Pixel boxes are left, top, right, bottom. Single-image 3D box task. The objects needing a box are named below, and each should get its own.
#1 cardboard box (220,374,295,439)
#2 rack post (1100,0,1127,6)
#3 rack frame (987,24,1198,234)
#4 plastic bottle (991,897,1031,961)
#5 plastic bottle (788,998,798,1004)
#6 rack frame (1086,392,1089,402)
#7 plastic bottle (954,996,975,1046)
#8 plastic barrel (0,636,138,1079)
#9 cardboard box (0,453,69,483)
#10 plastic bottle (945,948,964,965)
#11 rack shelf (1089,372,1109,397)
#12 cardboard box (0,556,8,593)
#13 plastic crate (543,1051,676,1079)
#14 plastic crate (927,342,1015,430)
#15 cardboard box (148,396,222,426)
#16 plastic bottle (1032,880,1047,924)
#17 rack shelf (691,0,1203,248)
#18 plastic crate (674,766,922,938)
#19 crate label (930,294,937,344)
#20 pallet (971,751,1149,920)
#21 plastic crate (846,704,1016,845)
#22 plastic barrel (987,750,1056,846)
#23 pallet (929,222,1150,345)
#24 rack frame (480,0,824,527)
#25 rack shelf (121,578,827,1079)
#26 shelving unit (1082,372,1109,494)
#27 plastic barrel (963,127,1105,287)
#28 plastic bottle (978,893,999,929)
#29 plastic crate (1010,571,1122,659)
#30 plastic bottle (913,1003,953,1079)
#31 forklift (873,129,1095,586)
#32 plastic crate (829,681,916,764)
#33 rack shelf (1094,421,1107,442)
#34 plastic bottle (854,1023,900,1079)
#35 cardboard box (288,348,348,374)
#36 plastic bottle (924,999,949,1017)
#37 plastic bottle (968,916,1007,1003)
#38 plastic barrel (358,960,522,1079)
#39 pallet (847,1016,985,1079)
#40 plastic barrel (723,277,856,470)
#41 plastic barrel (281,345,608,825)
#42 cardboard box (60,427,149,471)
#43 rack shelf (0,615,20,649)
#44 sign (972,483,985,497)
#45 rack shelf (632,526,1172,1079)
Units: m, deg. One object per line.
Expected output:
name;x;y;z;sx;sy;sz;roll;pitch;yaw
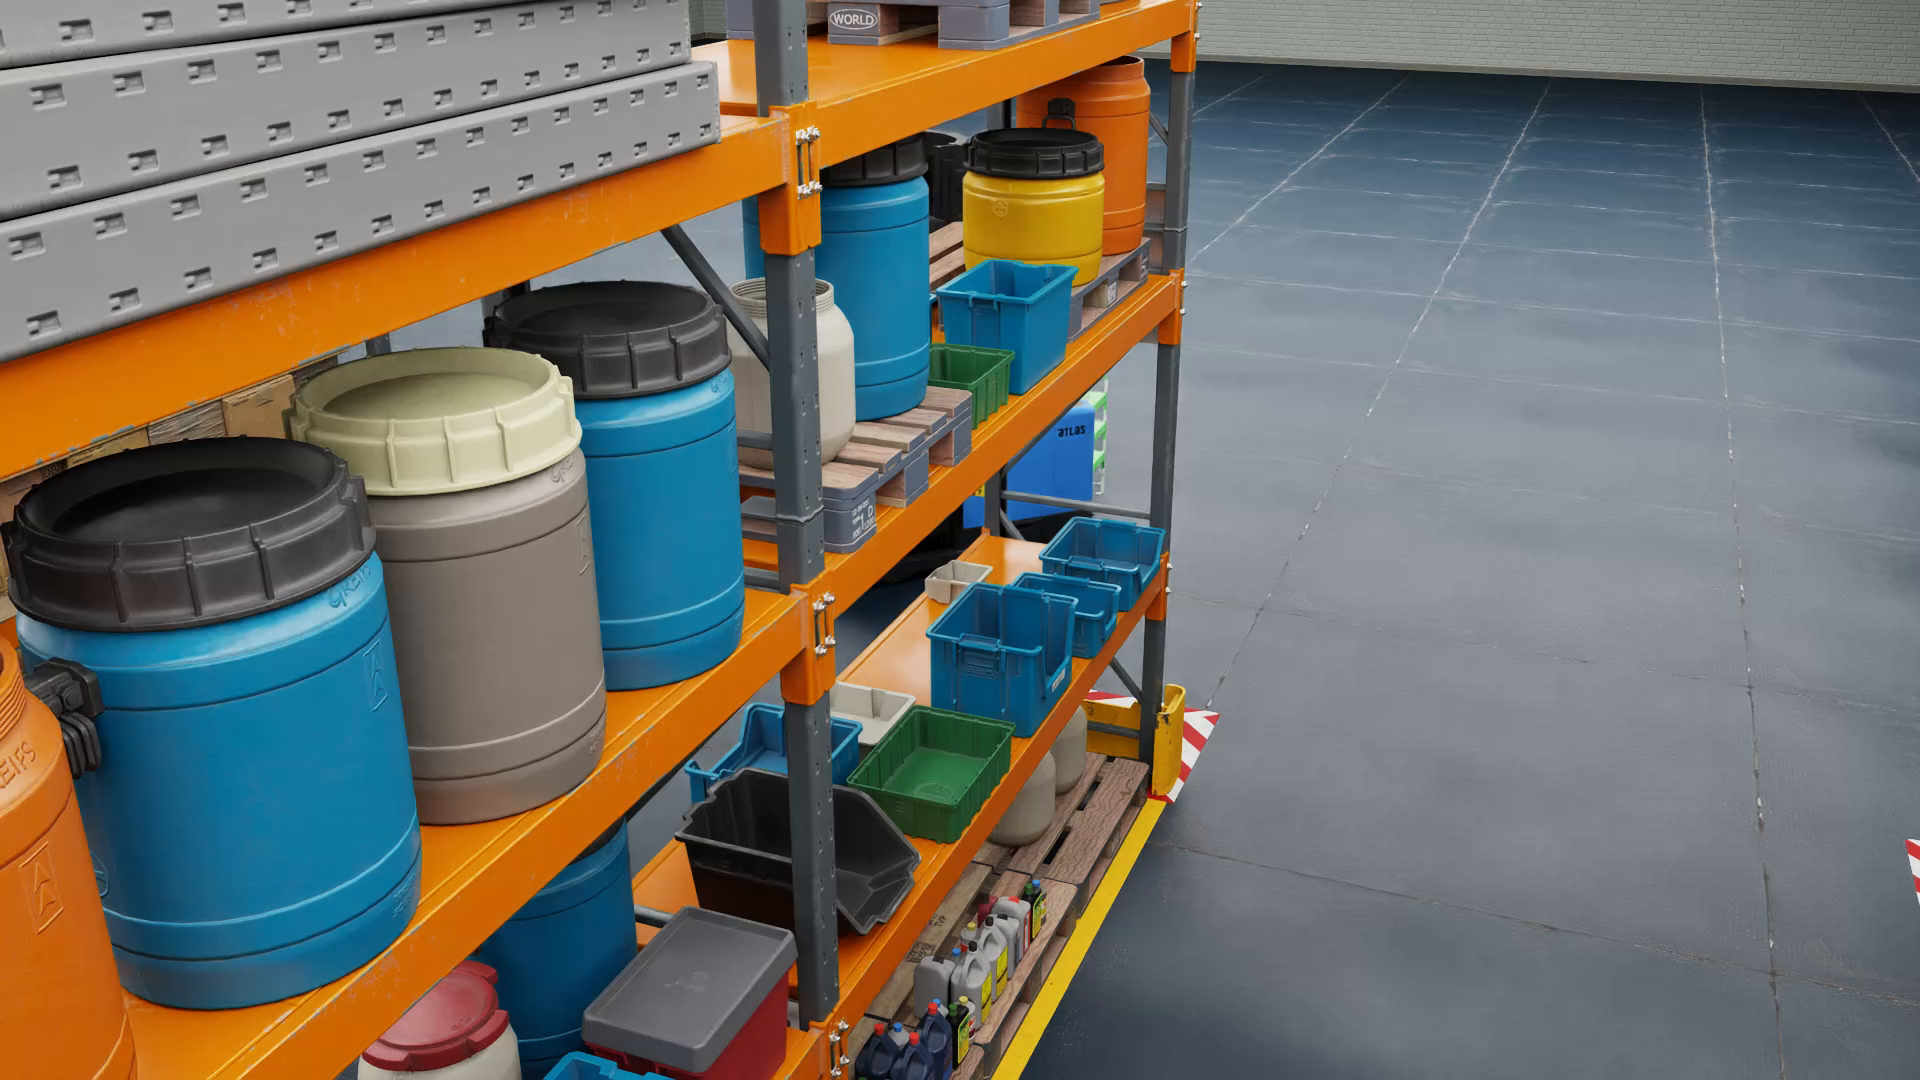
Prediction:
cardboard box;-4.285;-0.682;9.474;0.875;0.500;0.500;9;24;20
rack post;0.219;-2.463;7.121;0.937;0.300;0.954;12;25;26
rack frame;0.617;-2.946;7.628;1.000;3.000;0.127;9;24;20
plastic bottle;0.223;1.682;7.295;0.152;0.276;0.135;9;24;20
plastic bottle;-0.705;1.817;6.875;0.144;0.351;0.185;9;24;20
rack frame;0.843;-0.756;12.504;0.240;1.200;0.015;8;24;19
plastic bottle;0.014;1.947;6.758;0.097;0.201;0.097;0;23;0
plastic barrel;-1.605;0.606;2.460;0.600;0.830;0.708;9;24;20
cardboard box;-4.693;-0.583;7.942;0.500;0.500;0.500;9;24;20
plastic bottle;-0.014;1.824;7.051;0.097;0.201;0.097;0;23;0
rack shelf;0.931;-1.228;12.554;0.258;0.148;0.480;8;24;19
cardboard box;-5.024;0.035;7.759;0.875;0.500;0.500;9;24;20
plastic crate;-0.989;1.700;4.309;0.392;0.384;0.575;9;24;20
plastic crate;-0.029;-0.559;6.079;0.336;0.188;0.450;9;24;20
cardboard box;-4.324;-0.941;8.799;0.500;0.500;0.500;9;24;20
plastic bottle;0.342;1.630;7.516;0.097;0.201;0.097;0;23;0
rack shelf;-0.125;-1.714;6.131;1.077;0.370;4.000;9;24;20
plastic crate;-0.556;1.113;5.775;0.767;0.338;0.504;9;24;20
crate label;-0.385;-0.871;6.745;0.502;0.251;0.408;9;24;20
pallet;0.326;1.432;8.547;1.003;0.211;1.213;9;24;20
plastic crate;-0.102;0.906;6.465;0.450;0.188;0.662;9;24;20
plastic barrel;0.258;1.202;8.164;0.421;0.512;0.421;0;23;0
pallet;0.219;-1.193;7.568;1.003;0.211;1.213;9;24;20
rack frame;-0.868;-1.515;4.202;1.000;3.000;0.127;9;24;20
rack shelf;-1.611;0.917;3.205;1.077;0.370;4.000;9;24;20
shelving unit;0.931;-0.844;12.714;0.258;1.200;0.503;8;24;19
plastic barrel;0.312;-1.417;7.069;0.600;0.588;0.600;0;23;0
plastic bottle;0.124;1.663;7.329;0.061;0.283;0.133;9;24;20
plastic crate;0.463;0.344;7.728;0.499;0.251;0.408;9;24;20
plastic bottle;-0.113;1.976;6.495;0.144;0.351;0.185;8;24;18
forklift;-0.591;-1.252;11.445;3.031;2.935;1.130;-10;25;-22
plastic crate;-0.500;0.758;6.887;0.530;0.136;0.437;9;24;20
rack shelf;0.931;-0.785;12.739;0.258;0.148;0.480;8;24;19
plastic bottle;-0.317;2.022;6.382;0.144;0.351;0.185;9;24;20
cardboard box;-3.956;-1.300;9.657;0.500;0.500;0.500;9;24;20
plastic bottle;-0.093;1.954;6.649;0.097;0.271;0.097;0;23;0
plastic bottle;0.114;1.757;7.018;0.144;0.351;0.185;10;25;22
plastic barrel;-1.427;1.502;4.587;0.433;0.535;0.433;0;23;0
pallet;-0.580;2.306;6.456;1.003;0.211;1.213;9;24;20
plastic barrel;-0.526;-0.502;4.979;0.421;0.512;0.421;0;23;0
plastic barrel;-1.099;0.085;3.613;0.600;0.901;0.600;0;23;0
cardboard box;-4.708;-0.332;8.637;0.875;0.500;0.500;9;24;20
rack shelf;-4.724;0.160;8.908;1.077;0.370;4.000;9;24;20
sign;0.108;-0.386;8.924;0.100;0.325;0.005;9;24;20
rack shelf;-0.125;0.870;7.210;1.077;0.370;4.000;9;24;20
